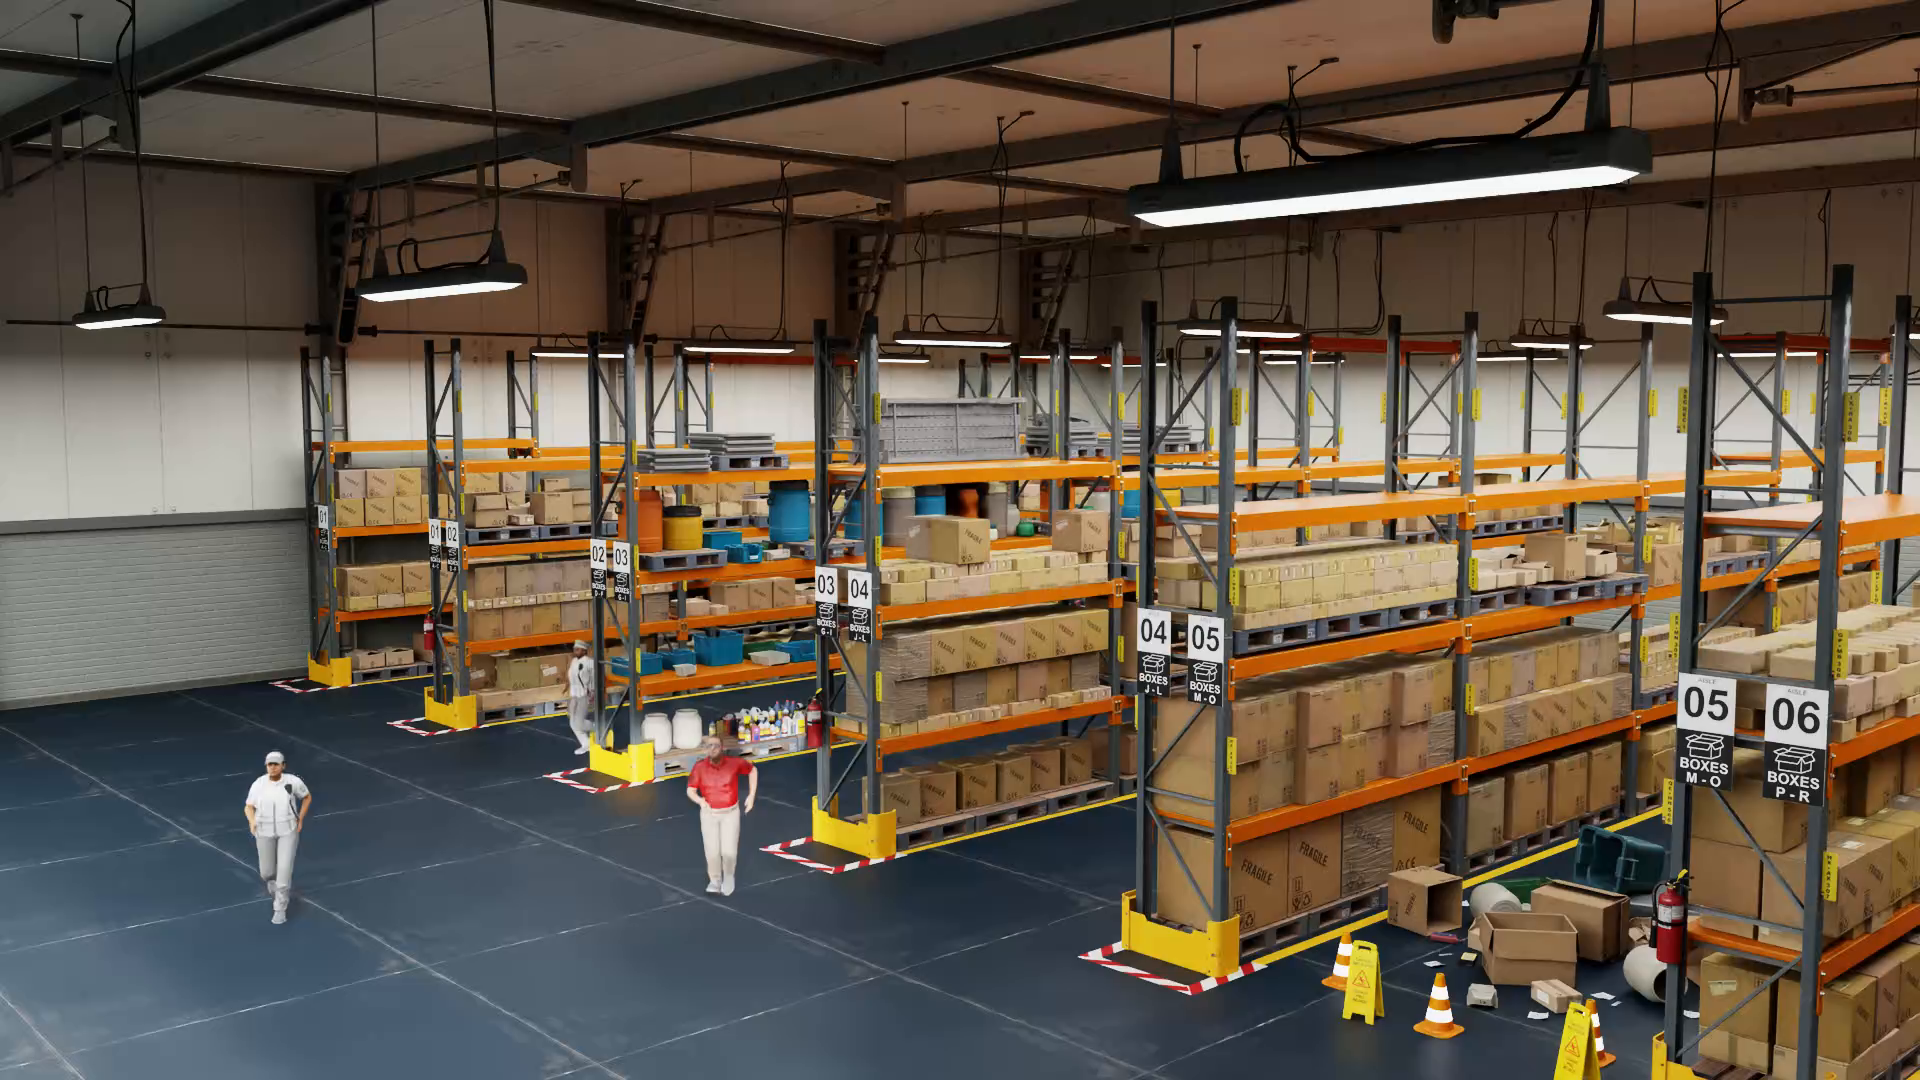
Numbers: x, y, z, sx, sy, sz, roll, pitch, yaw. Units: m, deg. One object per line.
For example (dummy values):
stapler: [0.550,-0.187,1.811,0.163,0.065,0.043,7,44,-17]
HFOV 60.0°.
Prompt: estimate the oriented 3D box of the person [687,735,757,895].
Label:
person: [-2.432,2.819,16.945,0.688,1.675,0.815,0,5,0]

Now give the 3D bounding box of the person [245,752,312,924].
person: [-6.775,2.914,16.542,0.616,1.651,0.764,-1,5,-16]

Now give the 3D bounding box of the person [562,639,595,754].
person: [-5.417,2.242,23.879,0.604,1.658,0.584,4,6,36]
